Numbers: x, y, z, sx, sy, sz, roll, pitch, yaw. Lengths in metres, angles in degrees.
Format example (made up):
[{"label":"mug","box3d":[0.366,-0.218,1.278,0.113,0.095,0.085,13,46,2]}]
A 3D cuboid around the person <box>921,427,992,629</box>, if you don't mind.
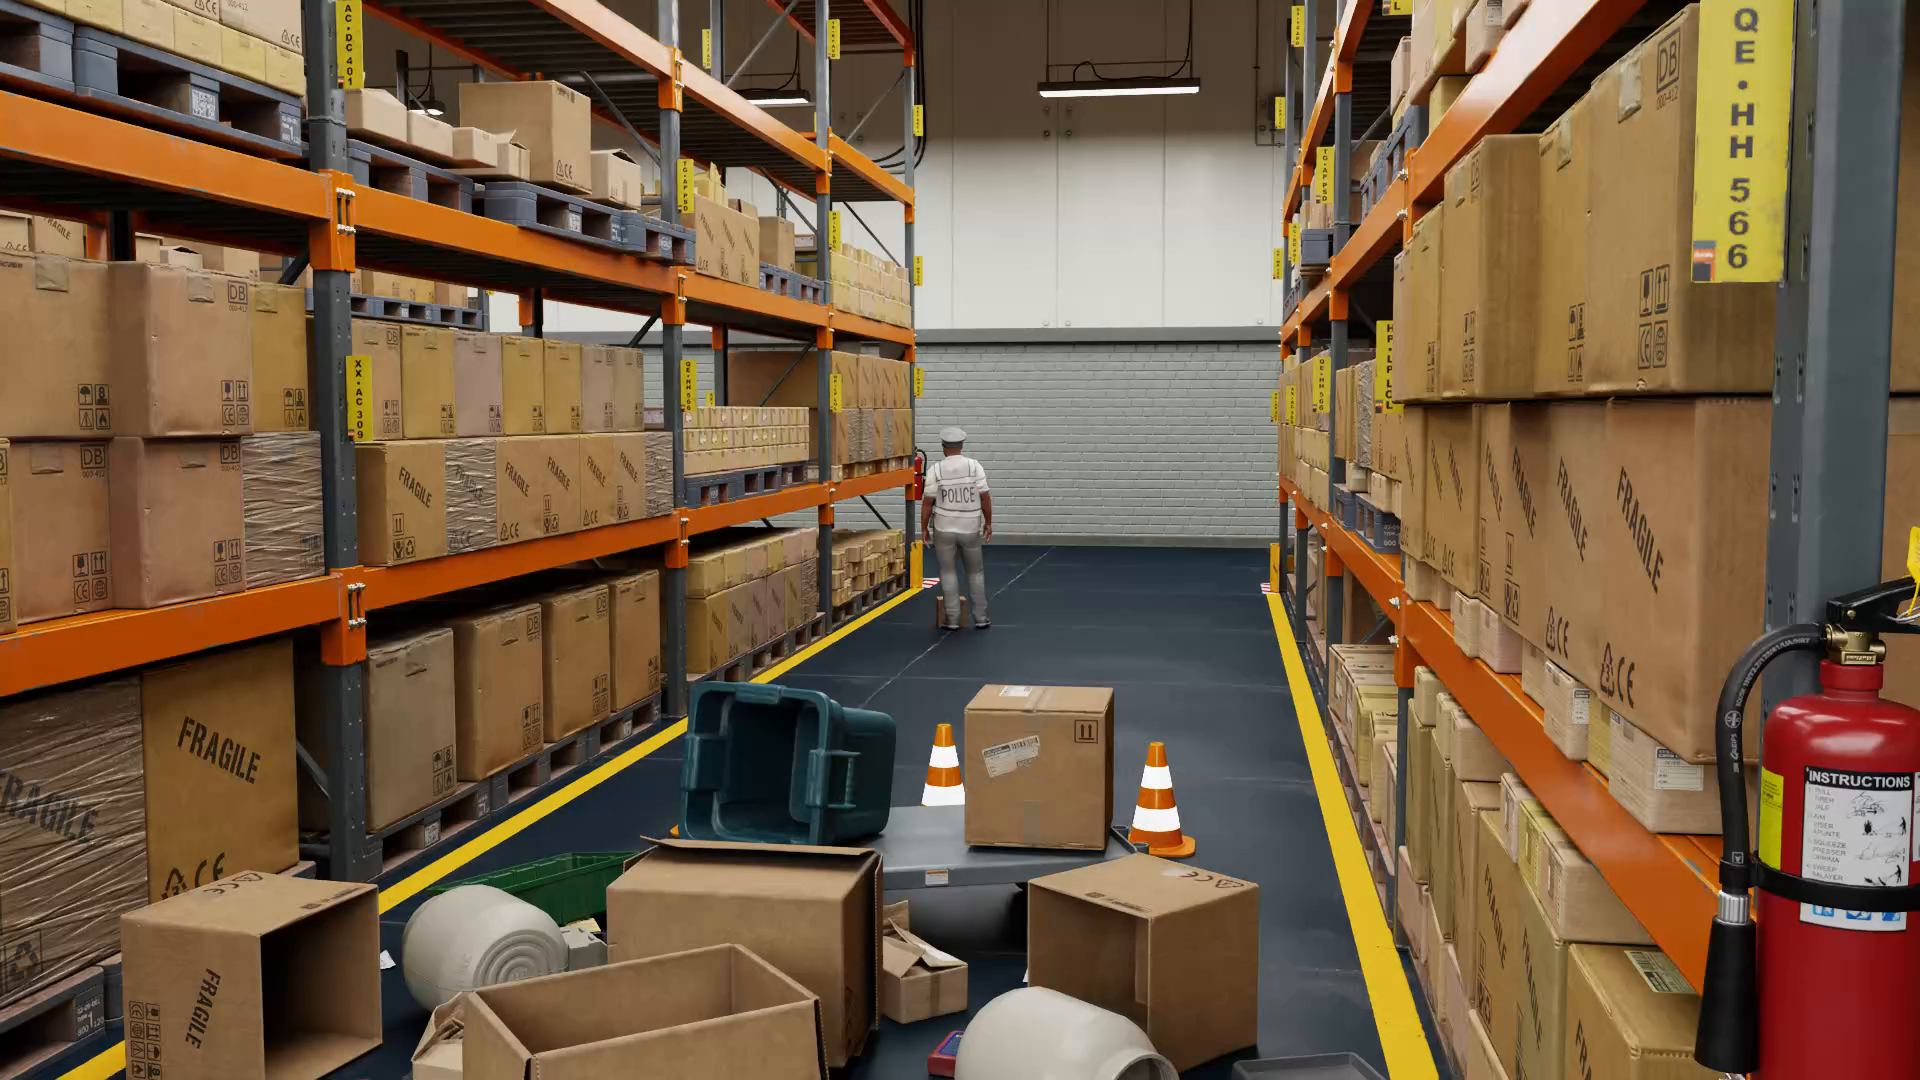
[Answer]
[{"label":"person","box3d":[-0.030,-0.107,14.677,0.640,1.779,0.575,0,4,-5]}]
